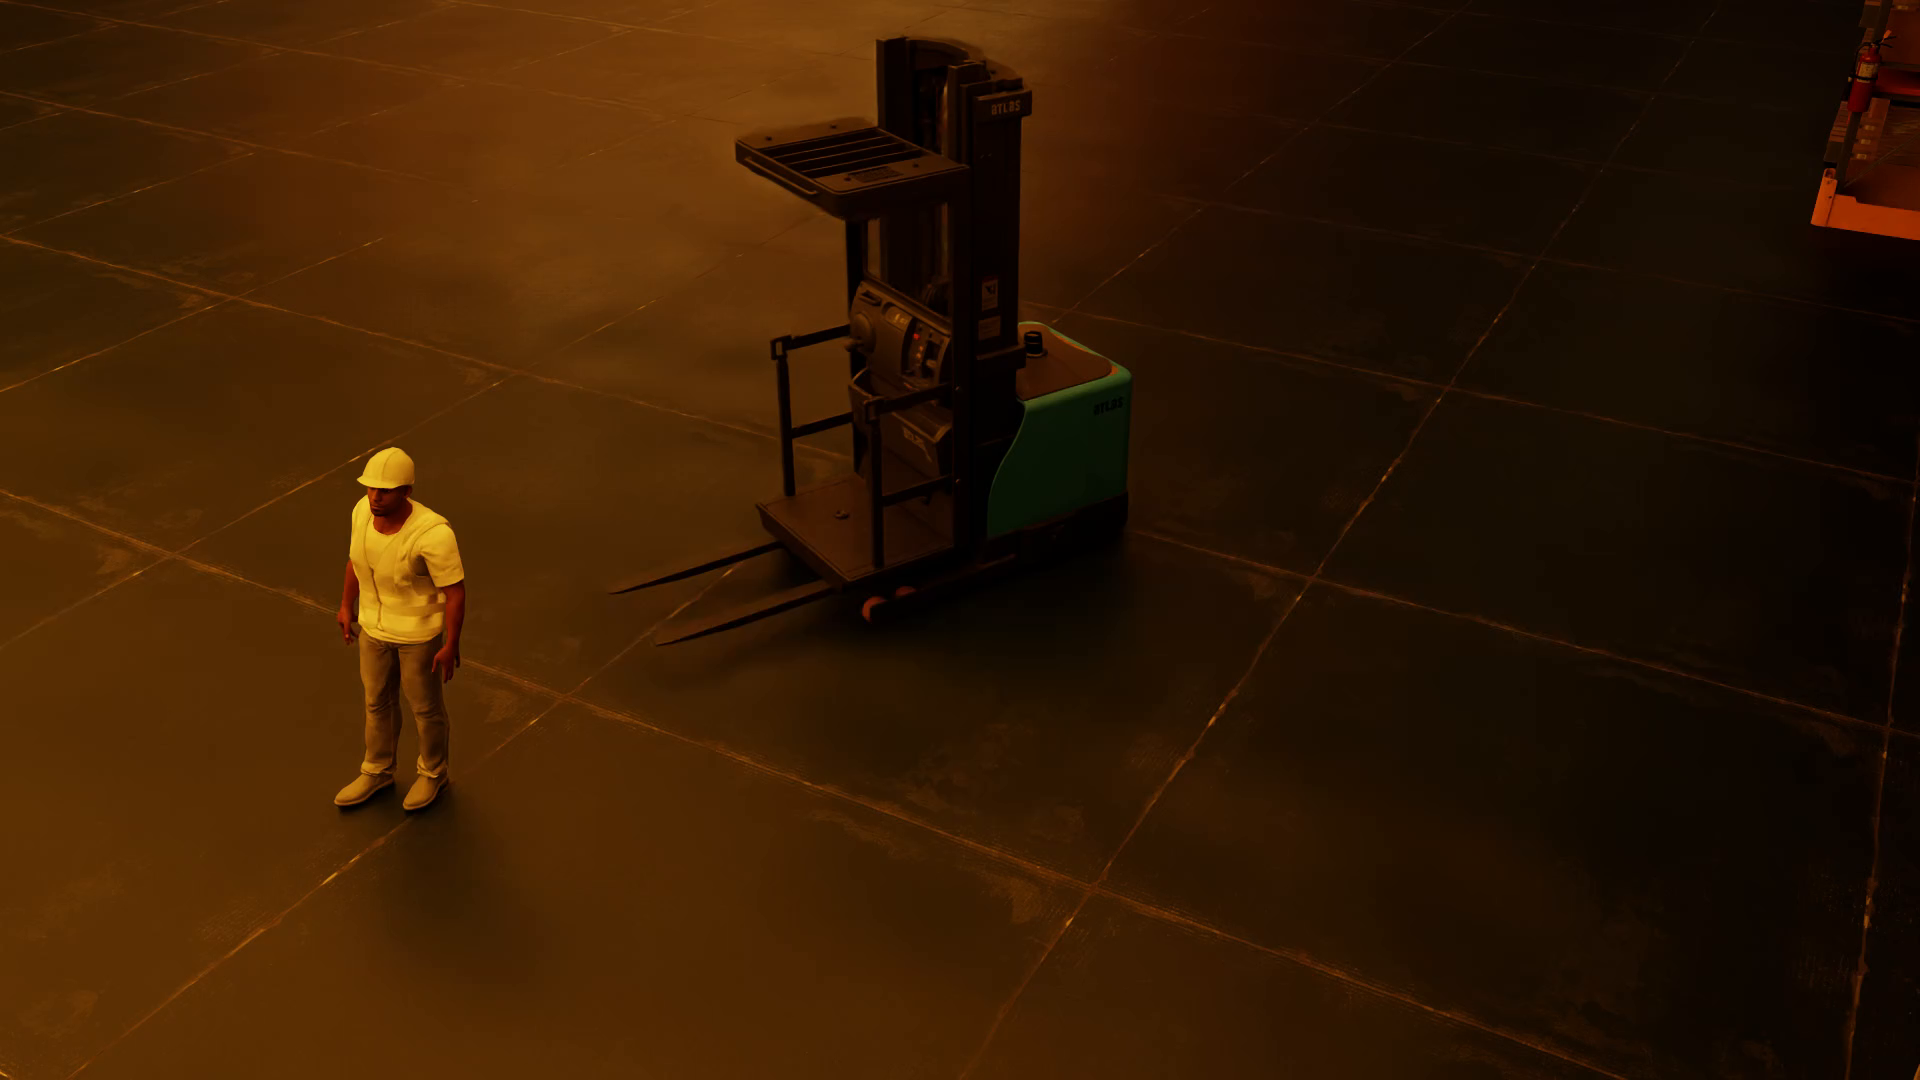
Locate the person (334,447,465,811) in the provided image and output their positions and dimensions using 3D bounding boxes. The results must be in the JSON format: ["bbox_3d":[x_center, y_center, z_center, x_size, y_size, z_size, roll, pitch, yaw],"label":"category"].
[{"bbox_3d":[-2.554,0.427,7.481,0.666,1.765,0.577,13,33,22],"label":"person"}]

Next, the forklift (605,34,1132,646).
[{"bbox_3d":[-0.503,-1.093,8.964,3.031,2.935,1.130,-19,35,-29],"label":"forklift"}]
